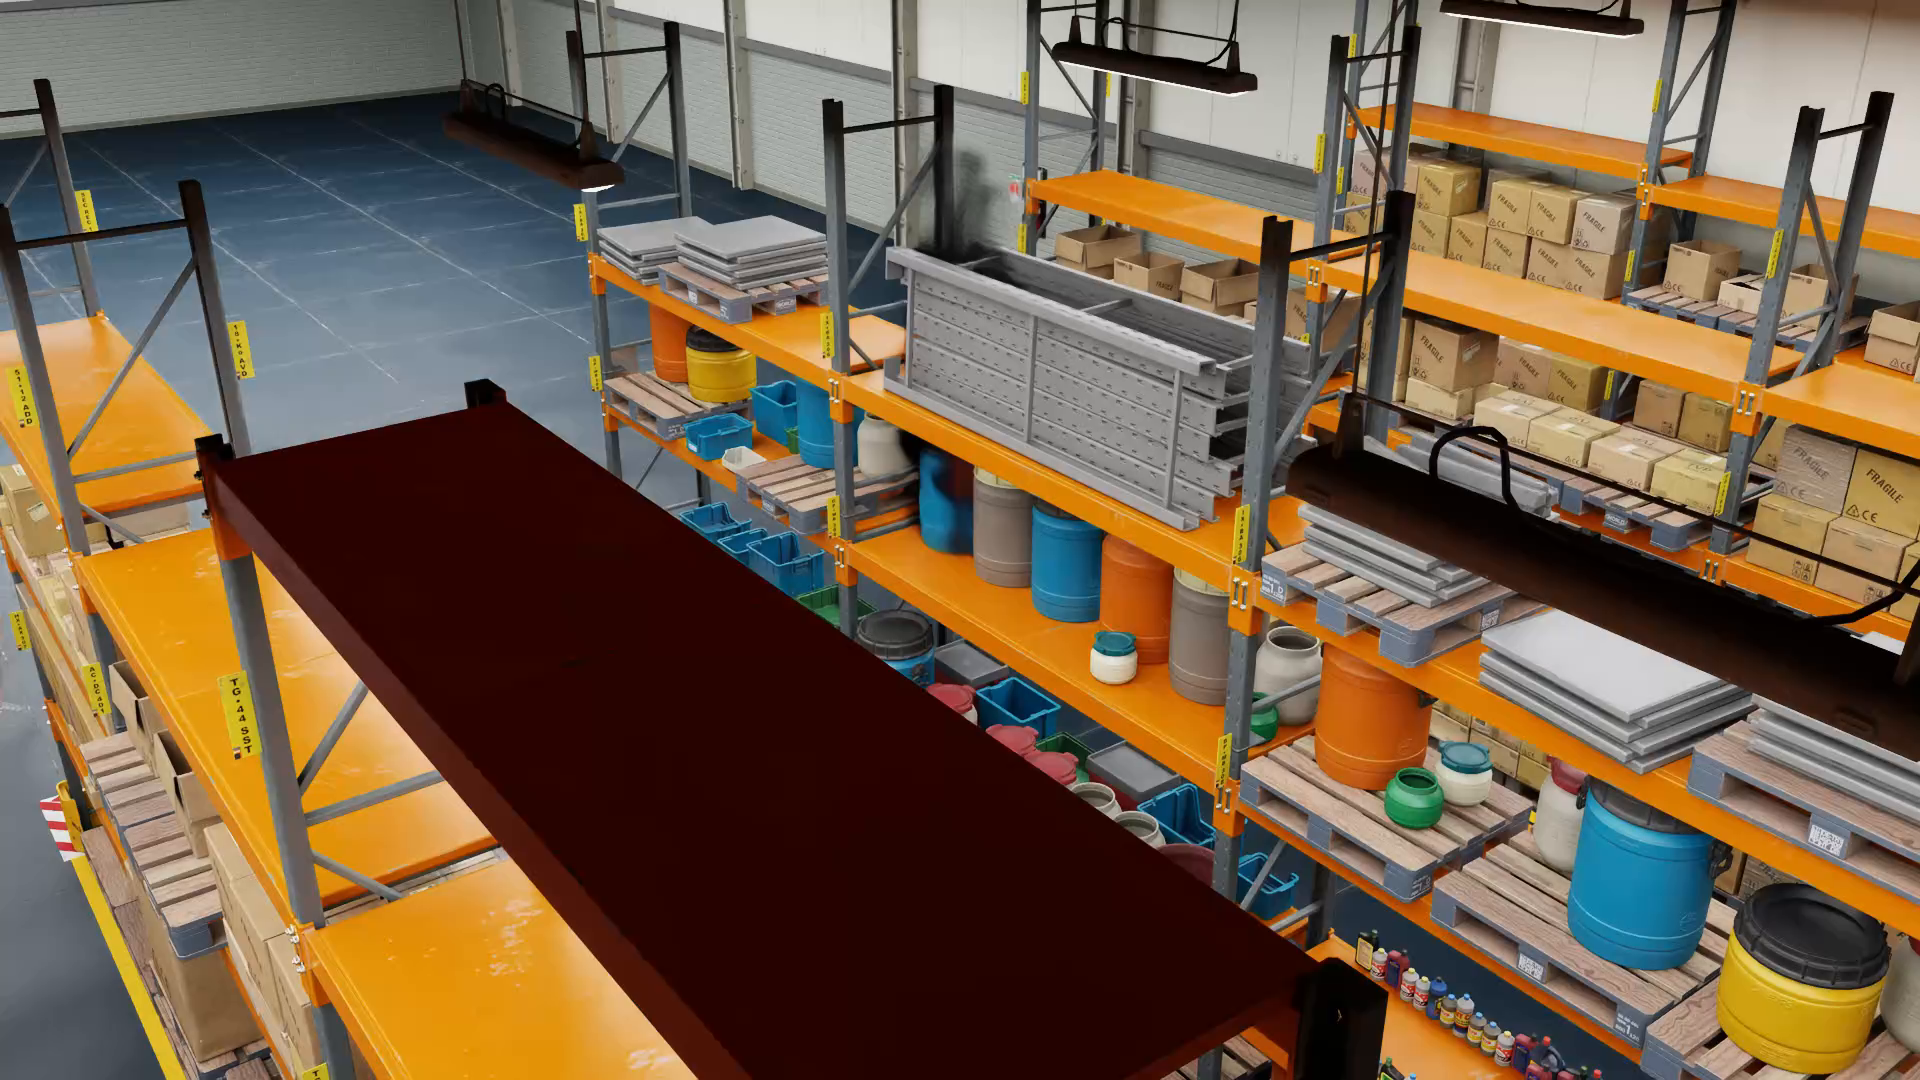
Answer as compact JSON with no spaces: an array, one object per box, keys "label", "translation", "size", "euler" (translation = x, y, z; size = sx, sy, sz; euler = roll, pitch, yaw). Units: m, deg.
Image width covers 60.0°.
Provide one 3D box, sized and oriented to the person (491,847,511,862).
[{"label":"person","translation":[-3.050,2.244,11.363],"size":[0.651,1.777,0.804],"euler":[-21,32,-37]}]
